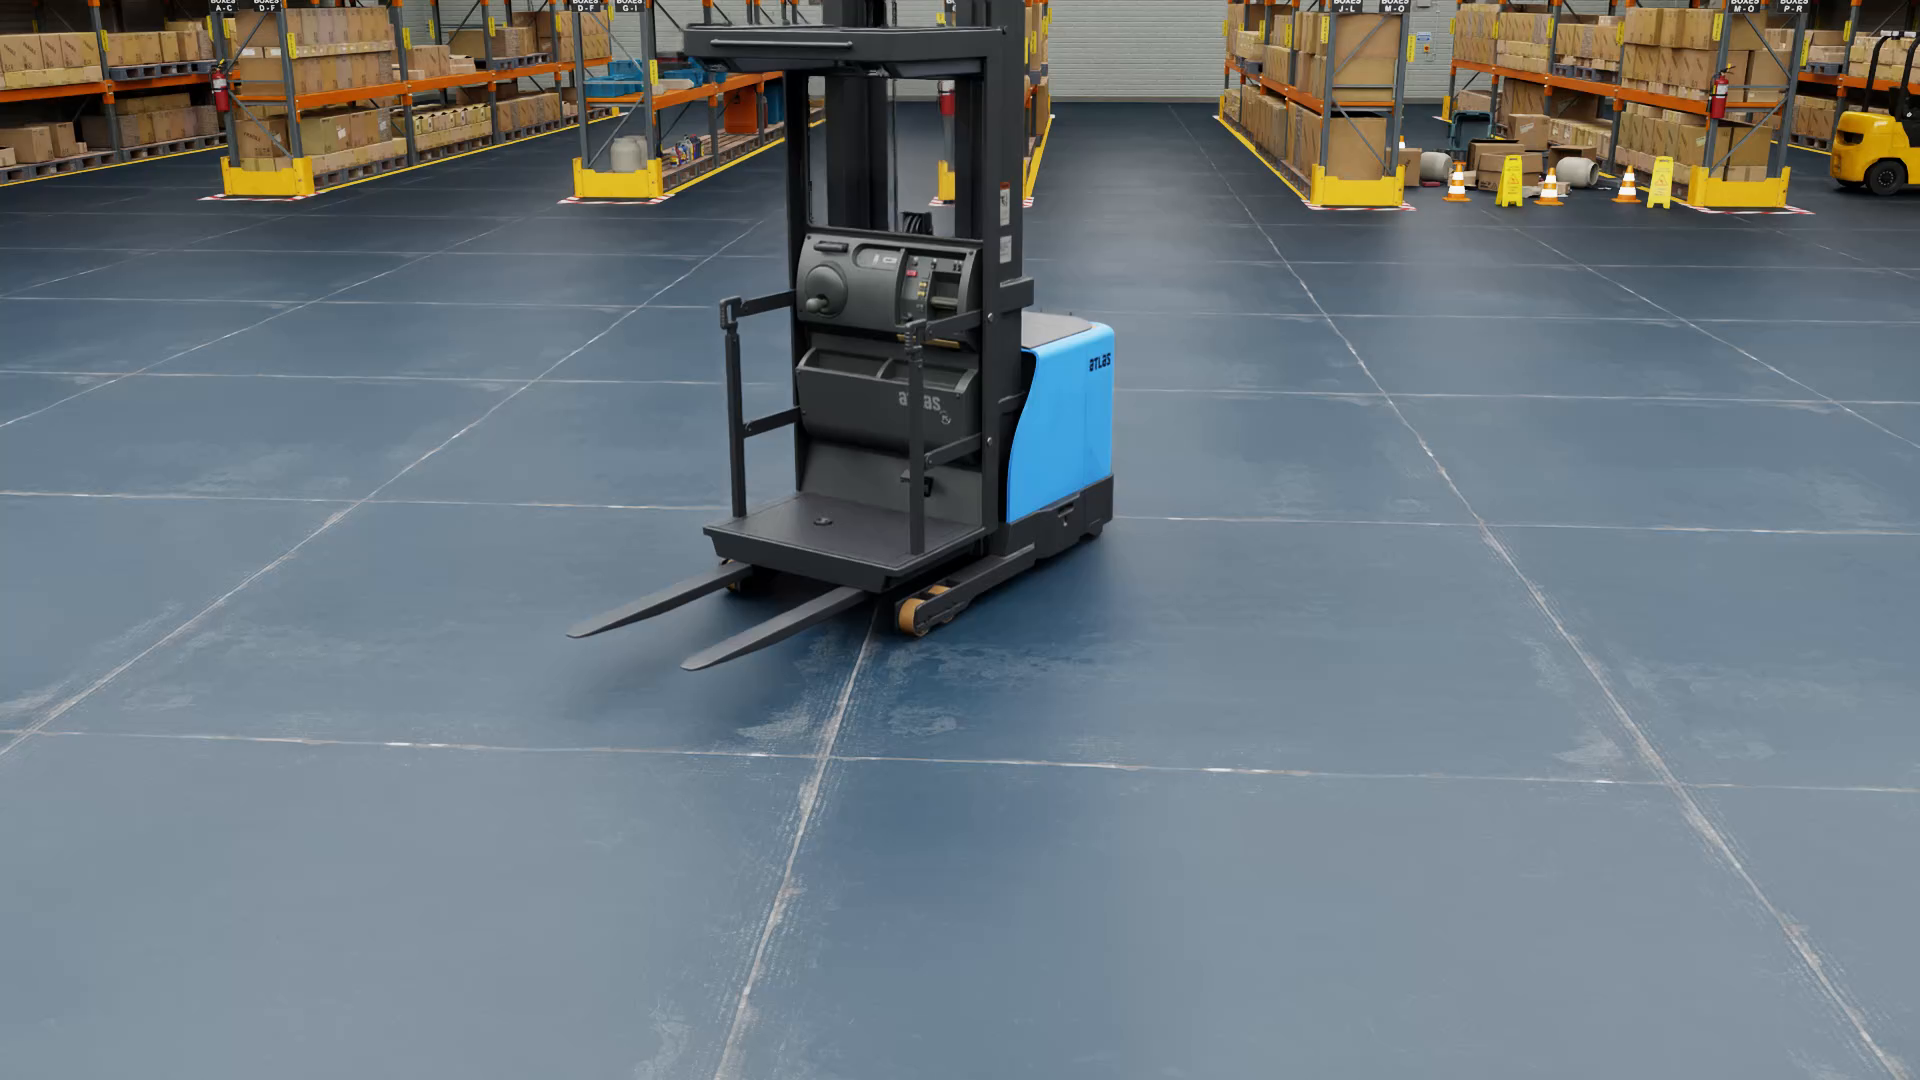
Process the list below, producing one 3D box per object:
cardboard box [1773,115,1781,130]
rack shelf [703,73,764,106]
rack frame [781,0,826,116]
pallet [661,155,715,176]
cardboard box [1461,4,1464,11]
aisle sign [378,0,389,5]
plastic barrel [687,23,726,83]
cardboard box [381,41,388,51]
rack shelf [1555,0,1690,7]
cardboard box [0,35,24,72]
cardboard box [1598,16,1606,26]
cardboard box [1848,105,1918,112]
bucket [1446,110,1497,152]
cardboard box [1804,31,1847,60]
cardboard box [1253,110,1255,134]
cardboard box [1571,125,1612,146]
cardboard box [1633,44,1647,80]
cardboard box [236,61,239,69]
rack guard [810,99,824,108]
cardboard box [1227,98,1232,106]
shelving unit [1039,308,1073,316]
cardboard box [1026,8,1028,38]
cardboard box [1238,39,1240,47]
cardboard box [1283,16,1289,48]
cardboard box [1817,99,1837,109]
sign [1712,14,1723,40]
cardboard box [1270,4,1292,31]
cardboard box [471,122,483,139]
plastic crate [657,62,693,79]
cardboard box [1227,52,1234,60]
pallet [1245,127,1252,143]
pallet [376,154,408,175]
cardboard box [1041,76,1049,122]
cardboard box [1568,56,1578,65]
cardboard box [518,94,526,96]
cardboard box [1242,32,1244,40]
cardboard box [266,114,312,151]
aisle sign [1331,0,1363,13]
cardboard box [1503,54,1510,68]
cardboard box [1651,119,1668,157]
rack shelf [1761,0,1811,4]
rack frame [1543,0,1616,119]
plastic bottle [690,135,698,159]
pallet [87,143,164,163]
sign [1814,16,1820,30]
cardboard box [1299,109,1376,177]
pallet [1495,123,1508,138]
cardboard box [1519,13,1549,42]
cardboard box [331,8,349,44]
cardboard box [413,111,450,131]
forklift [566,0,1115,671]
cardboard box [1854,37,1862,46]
[{"bbox_3d":[15.666,-7.964,31.251,0.500,0.500,0.500,1,18,2],"label":"cardboard box"},{"bbox_3d":[-4.212,-7.654,28.121,1.077,0.370,4.000,1,18,4],"label":"rack shelf"},{"bbox_3d":[-3.495,-11.102,37.487,1.000,3.000,0.127,1,18,4],"label":"rack frame"},{"bbox_3d":[-4.445,-5.842,25.914,1.003,0.211,1.213,1,18,4],"label":"pallet"},{"bbox_3d":[11.028,-11.497,35.885,0.380,0.149,0.250,2,18,5],"label":"cardboard box"},{"bbox_3d":[-13.073,-12.574,37.805,0.394,0.787,0.004,1,18,4],"label":"aisle sign"},{"bbox_3d":[-4.026,-7.726,26.381,0.600,0.901,0.708,1,18,4],"label":"plastic barrel"},{"bbox_3d":[-9.122,-7.676,25.831,0.380,0.149,0.250,1,18,3],"label":"cardboard box"},{"bbox_3d":[10.612,-8.748,26.641,1.077,0.370,4.000,1,18,4],"label":"rack shelf"},{"bbox_3d":[-14.101,-7.104,24.289,0.500,0.500,0.500,1,18,2],"label":"cardboard box"},{"bbox_3d":[10.309,-8.188,26.241,0.380,0.149,0.250,1,18,2],"label":"cardboard box"},{"bbox_3d":[15.649,-7.054,28.271,0.875,0.625,0.625,2,18,6],"label":"cardboard box"},{"bbox_3d":[7.814,-6.195,25.329,0.726,0.611,0.620,8,10,23],"label":"bucket"},{"bbox_3d":[15.639,-8.936,30.036,0.797,0.503,0.637,1,18,3],"label":"cardboard box"},{"bbox_3d":[5.598,-7.587,30.099,0.500,0.500,0.500,1,18,4],"label":"cardboard box"},{"bbox_3d":[10.600,-6.596,27.282,0.950,0.372,0.625,2,18,6],"label":"cardboard box"},{"bbox_3d":[10.147,-6.945,24.163,0.500,0.500,0.500,1,18,4],"label":"cardboard box"},{"bbox_3d":[-13.669,-8.904,31.150,0.380,0.149,0.250,2,18,5],"label":"cardboard box"},{"bbox_3d":[-3.507,-9.922,37.900,1.175,0.500,0.348,1,18,4],"label":"rack guard"},{"bbox_3d":[5.959,-9.439,35.840,0.380,0.149,0.250,2,18,6],"label":"cardboard box"},{"bbox_3d":[0.438,-0.682,8.818,0.215,1.050,0.252,12,21,32],"label":"shelving unit"},{"bbox_3d":[0.686,-7.161,23.217,0.500,0.500,0.500,1,18,4],"label":"cardboard box"},{"bbox_3d":[5.594,-9.636,32.264,0.380,0.149,0.250,1,18,3],"label":"cardboard box"},{"bbox_3d":[5.663,-8.273,27.087,0.700,0.500,0.500,1,18,3],"label":"cardboard box"},{"bbox_3d":[15.478,-7.740,29.526,0.380,0.149,0.250,0,18,1],"label":"cardboard box"},{"bbox_3d":[9.630,-6.520,21.136,0.100,0.325,0.005,1,18,4],"label":"sign"},{"bbox_3d":[6.373,-10.406,33.118,0.500,0.500,0.500,2,18,5],"label":"cardboard box"},{"bbox_3d":[-8.837,-7.293,29.604,0.500,0.250,0.500,1,18,3],"label":"cardboard box"},{"bbox_3d":[-4.520,-7.186,25.635,0.767,0.338,0.504,1,18,4],"label":"plastic crate"},{"bbox_3d":[5.985,-10.474,35.975,0.380,0.149,0.250,1,18,2],"label":"cardboard box"},{"bbox_3d":[5.959,-7.660,31.461,1.003,0.211,1.213,1,18,4],"label":"pallet"},{"bbox_3d":[-9.395,-5.916,26.137,1.003,0.211,1.213,1,18,4],"label":"pallet"},{"bbox_3d":[1.132,-8.740,33.016,1.225,0.875,0.875,1,18,4],"label":"cardboard box"},{"bbox_3d":[10.387,-8.013,27.789,0.380,0.149,0.250,1,18,4],"label":"cardboard box"},{"bbox_3d":[-9.027,-8.682,33.409,0.500,0.500,0.500,2,18,5],"label":"cardboard box"},{"bbox_3d":[5.538,-9.534,31.477,0.380,0.149,0.250,1,18,3],"label":"cardboard box"},{"bbox_3d":[-9.784,-5.978,24.386,0.500,0.500,0.500,1,18,4],"label":"cardboard box"},{"bbox_3d":[4.933,-7.100,21.099,0.394,0.787,0.004,1,18,4],"label":"aisle sign"},{"bbox_3d":[10.712,-9.165,31.817,0.500,0.250,0.500,1,18,3],"label":"cardboard box"},{"bbox_3d":[10.057,-5.624,23.305,0.500,0.500,0.500,1,18,3],"label":"cardboard box"},{"bbox_3d":[16.137,-11.123,33.889,1.077,0.370,4.000,1,18,4],"label":"rack shelf"},{"bbox_3d":[10.756,-8.286,28.892,1.000,3.000,0.127,1,18,4],"label":"rack frame"},{"bbox_3d":[-4.128,-6.059,25.645,0.144,0.351,0.185,0,18,1],"label":"plastic bottle"},{"bbox_3d":[-14.183,-6.513,27.960,1.003,0.211,1.213,1,18,4],"label":"pallet"},{"bbox_3d":[16.548,-9.957,32.134,0.100,0.325,0.005,1,18,4],"label":"sign"},{"bbox_3d":[5.281,-5.555,23.297,0.875,0.875,0.875,1,18,3],"label":"cardboard box"},{"bbox_3d":[11.062,-7.961,32.381,1.003,0.211,1.213,1,18,4],"label":"pallet"},{"bbox_3d":[10.646,-9.445,30.665,0.500,0.500,0.500,1,18,3],"label":"cardboard box"},{"bbox_3d":[-9.429,-7.545,24.388,0.700,0.500,0.500,1,18,4],"label":"cardboard box"},{"bbox_3d":[-8.941,-7.085,28.069,0.500,0.311,0.500,1,18,2],"label":"cardboard box"},{"bbox_3d":[-0.449,-1.144,7.208,1.130,2.935,3.031,12,21,32],"label":"forklift"},{"bbox_3d":[15.390,-8.439,28.159,0.380,0.149,0.250,2,18,6],"label":"cardboard box"}]
